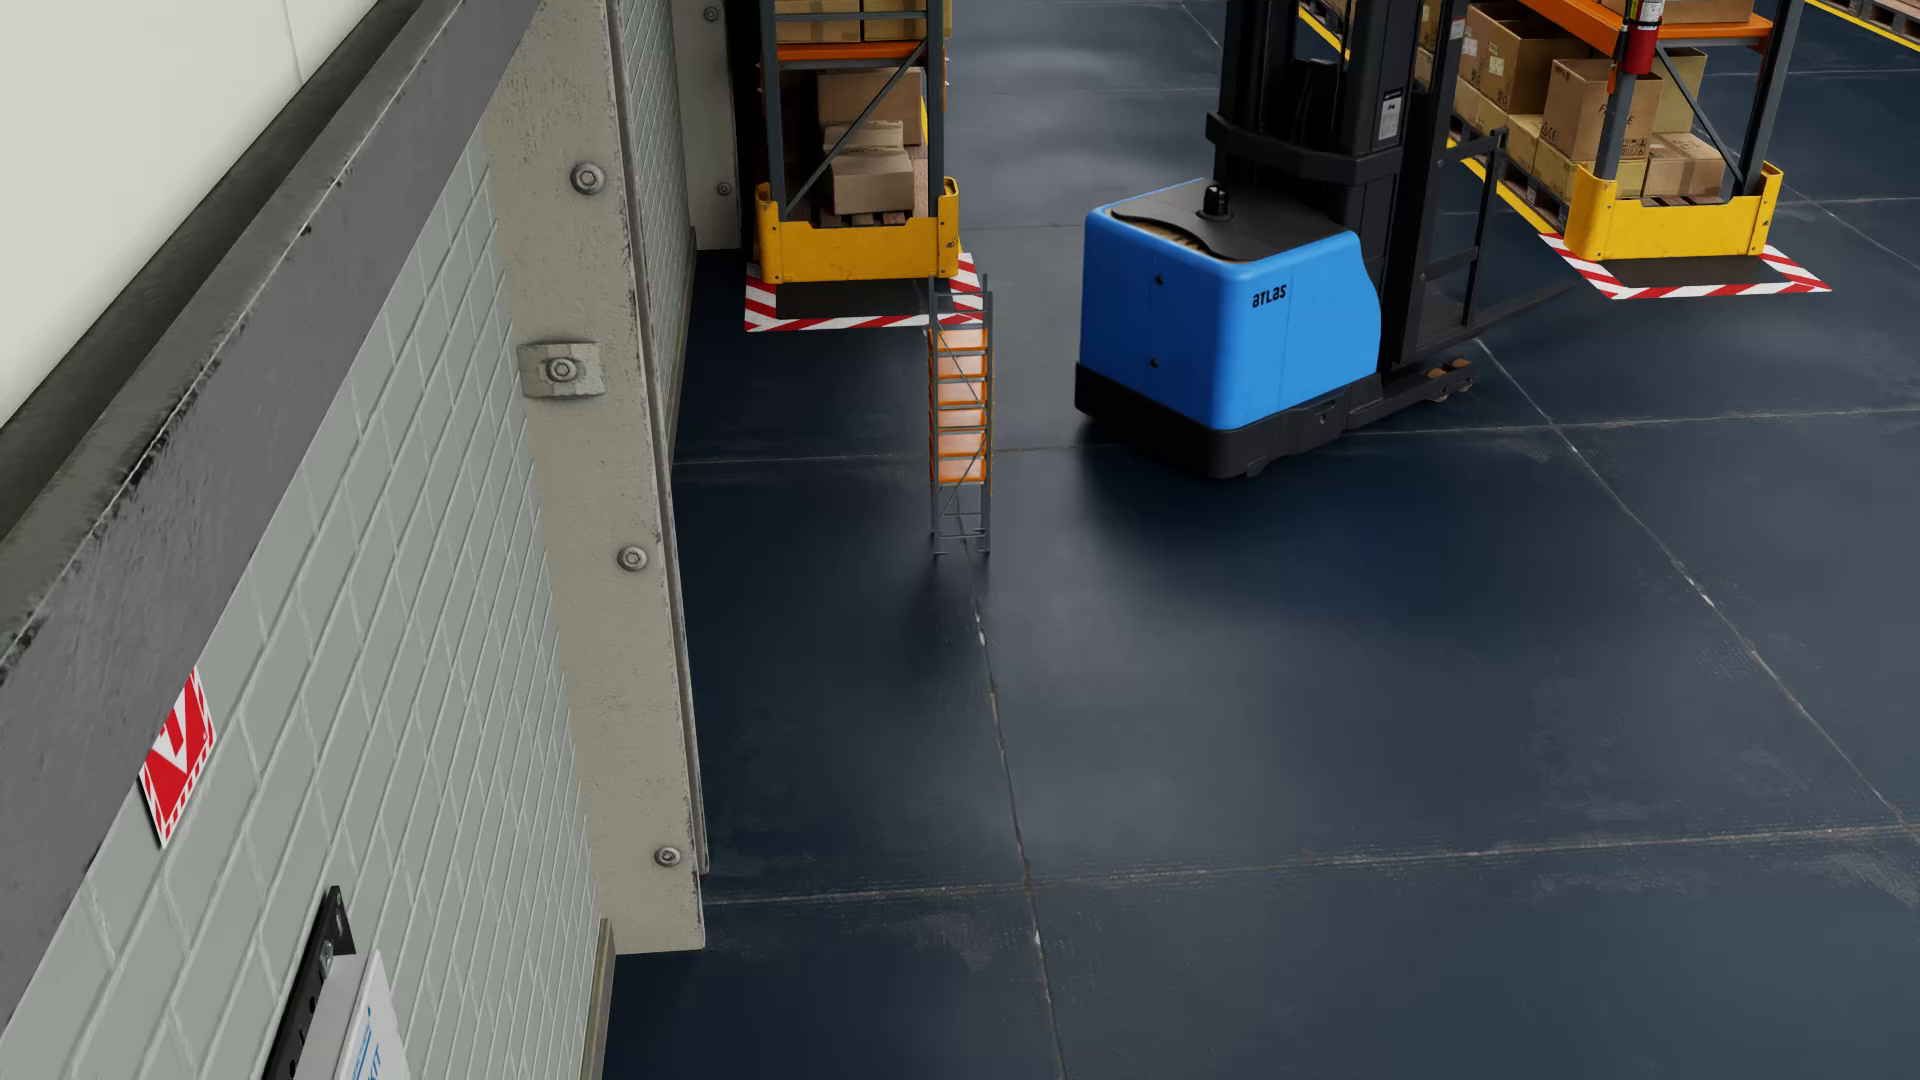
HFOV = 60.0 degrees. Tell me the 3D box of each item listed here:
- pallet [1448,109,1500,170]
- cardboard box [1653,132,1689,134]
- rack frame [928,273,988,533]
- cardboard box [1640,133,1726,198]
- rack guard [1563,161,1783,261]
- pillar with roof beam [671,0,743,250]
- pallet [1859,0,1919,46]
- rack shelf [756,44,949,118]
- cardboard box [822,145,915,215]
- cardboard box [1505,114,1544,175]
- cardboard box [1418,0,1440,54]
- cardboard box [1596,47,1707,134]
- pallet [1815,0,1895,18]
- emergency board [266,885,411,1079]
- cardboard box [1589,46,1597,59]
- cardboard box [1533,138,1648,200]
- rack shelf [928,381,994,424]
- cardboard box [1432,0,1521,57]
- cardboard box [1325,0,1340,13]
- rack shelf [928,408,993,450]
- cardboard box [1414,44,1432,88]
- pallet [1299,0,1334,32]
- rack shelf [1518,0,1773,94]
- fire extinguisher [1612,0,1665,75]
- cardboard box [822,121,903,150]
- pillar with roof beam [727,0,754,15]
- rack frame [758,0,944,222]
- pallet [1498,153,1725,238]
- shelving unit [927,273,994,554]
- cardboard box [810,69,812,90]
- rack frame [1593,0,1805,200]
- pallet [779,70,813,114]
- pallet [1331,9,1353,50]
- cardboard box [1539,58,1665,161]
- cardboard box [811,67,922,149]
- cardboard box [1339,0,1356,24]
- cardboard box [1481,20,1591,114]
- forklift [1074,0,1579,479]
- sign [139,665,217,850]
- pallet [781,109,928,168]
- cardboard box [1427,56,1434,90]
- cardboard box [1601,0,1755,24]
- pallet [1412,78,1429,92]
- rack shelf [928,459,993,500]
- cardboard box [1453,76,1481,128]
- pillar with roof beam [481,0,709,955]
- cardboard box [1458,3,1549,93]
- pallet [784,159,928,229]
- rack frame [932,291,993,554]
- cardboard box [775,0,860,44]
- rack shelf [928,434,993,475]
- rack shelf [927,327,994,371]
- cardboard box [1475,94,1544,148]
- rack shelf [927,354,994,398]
[{"bbox_3d":[4.112,-2.919,11.931,1.003,0.211,1.213,-3,31,-5],"label":"pallet"},{"bbox_3d":[4.457,-2.646,11.026,0.500,0.250,0.500,-3,31,-5],"label":"cardboard box"},{"bbox_3d":[-0.007,-0.554,7.008,0.240,1.200,0.006,-3,31,-5],"label":"rack frame"},{"bbox_3d":[4.508,-2.391,10.599,0.500,0.250,0.500,-3,31,-5],"label":"cardboard box"},{"bbox_3d":[4.338,-2.021,10.146,1.175,0.500,0.348,-3,31,-5],"label":"rack guard"},{"bbox_3d":[2.764,-5.965,8.461,9.100,9.000,0.400,-3,31,-5],"label":"pillar with roof beam"},{"bbox_3d":[8.782,-4.586,14.722,1.003,0.211,1.213,-3,31,-5],"label":"pallet"},{"bbox_3d":[-0.782,-3.579,11.019,1.077,0.370,4.000,-3,31,-5],"label":"rack shelf"},{"bbox_3d":[-0.571,-2.259,10.300,0.500,0.311,0.500,-6,31,-10],"label":"cardboard box"},{"bbox_3d":[3.933,-2.621,10.984,0.500,0.250,0.500,-3,31,-5],"label":"cardboard box"},{"bbox_3d":[3.749,-3.964,12.501,0.500,0.500,0.500,-3,31,-5],"label":"cardboard box"},{"bbox_3d":[4.459,-2.968,10.834,0.500,0.500,0.500,-3,31,-5],"label":"cardboard box"},{"bbox_3d":[8.665,-5.210,15.767,1.003,0.211,1.213,-3,31,-5],"label":"pallet"},{"bbox_3d":[-0.769,1.144,2.410,0.194,1.169,0.643,-3,31,-5],"label":"emergency board"},{"bbox_3d":[4.399,-3.223,11.261,0.500,0.500,0.500,-3,31,-5],"label":"cardboard box"},{"bbox_3d":[3.992,-2.366,10.558,0.500,0.250,0.500,-3,31,-5],"label":"cardboard box"},{"bbox_3d":[0.001,-0.573,6.891,0.258,0.103,0.180,-3,31,-5],"label":"rack shelf"},{"bbox_3d":[3.788,-3.708,12.073,0.500,0.500,0.500,-3,31,-5],"label":"cardboard box"},{"bbox_3d":[3.541,-4.866,14.743,0.500,0.250,0.500,-2,31,-3],"label":"cardboard box"},{"bbox_3d":[0.001,-0.470,6.953,0.258,0.103,0.180,-3,31,-5],"label":"rack shelf"},{"bbox_3d":[3.746,-3.642,12.694,0.500,0.250,0.500,-3,31,-5],"label":"cardboard box"},{"bbox_3d":[3.738,-4.950,15.331,1.003,0.211,1.213,-3,31,-5],"label":"pallet"},{"bbox_3d":[4.149,-3.819,11.420,1.077,0.370,4.000,-3,31,-5],"label":"rack shelf"},{"bbox_3d":[3.885,-2.991,9.407,0.296,0.674,0.183,-3,31,-5],"label":"fire extinguisher"},{"bbox_3d":[-0.624,-2.550,10.788,0.500,0.311,0.500,0,31,0],"label":"cardboard box"},{"bbox_3d":[2.203,-9.028,13.589,9.100,9.000,0.400,-3,31,-5],"label":"pillar with roof beam"},{"bbox_3d":[-0.595,-2.867,9.125,1.000,3.000,0.127,-3,31,-5],"label":"rack frame"},{"bbox_3d":[4.223,-2.298,10.891,1.003,0.211,1.213,-3,31,-5],"label":"pallet"},{"bbox_3d":[0.001,-0.508,6.930,0.258,1.200,0.189,-3,31,-5],"label":"shelving unit"},{"bbox_3d":[-0.832,-3.497,12.188,0.500,0.500,0.500,-5,31,-8],"label":"cardboard box"},{"bbox_3d":[4.336,-3.106,9.526,1.000,3.000,0.127,-3,31,-5],"label":"rack frame"},{"bbox_3d":[-0.871,-3.371,12.688,1.003,0.211,1.213,-3,31,-5],"label":"pallet"},{"bbox_3d":[3.855,-4.326,14.286,1.003,0.211,1.213,-3,31,-5],"label":"pallet"},{"bbox_3d":[3.990,-2.688,10.365,0.500,0.500,0.500,-3,31,-5],"label":"cardboard box"},{"bbox_3d":[-0.643,-3.008,11.370,0.700,0.500,0.500,-5,31,-8],"label":"cardboard box"},{"bbox_3d":[3.590,-4.605,14.306,0.500,0.250,0.500,-3,31,-5],"label":"cardboard box"},{"bbox_3d":[3.882,-3.198,11.219,0.500,0.500,0.500,-3,31,-5],"label":"cardboard box"},{"bbox_3d":[2.036,-2.146,7.985,3.031,2.935,1.130,-22,37,-32],"label":"forklift"},{"bbox_3d":[-0.867,0.157,1.801,0.001,0.298,0.199,-3,31,-5],"label":"sign"},{"bbox_3d":[-0.754,-2.747,11.643,1.003,0.211,1.213,-3,31,-5],"label":"pallet"},{"bbox_3d":[3.787,-3.386,12.266,0.500,0.250,0.500,-3,31,-5],"label":"cardboard box"},{"bbox_3d":[4.305,-3.388,9.900,0.700,0.500,0.500,-3,31,-5],"label":"cardboard box"},{"bbox_3d":[3.995,-3.544,12.977,1.003,0.211,1.213,-3,31,-5],"label":"pallet"},{"bbox_3d":[0.001,-0.264,7.076,0.258,0.103,0.180,-3,31,-5],"label":"rack shelf"},{"bbox_3d":[3.840,-3.131,11.839,0.500,0.250,0.500,-3,31,-5],"label":"cardboard box"},{"bbox_3d":[3.325,-2.902,3.332,9.100,9.000,0.400,-3,31,-5],"label":"pillar with roof beam"},{"bbox_3d":[3.836,-3.453,11.646,0.500,0.500,0.500,-3,31,-5],"label":"cardboard box"},{"bbox_3d":[-0.643,-2.125,10.602,1.003,0.211,1.213,-3,31,-5],"label":"pallet"},{"bbox_3d":[0.010,-0.461,6.852,0.240,1.200,0.006,-3,31,-5],"label":"rack frame"},{"bbox_3d":[-0.832,-3.041,9.542,0.500,0.250,0.500,-2,31,-4],"label":"cardboard box"},{"bbox_3d":[0.001,-0.367,7.014,0.258,0.103,0.180,-3,31,-5],"label":"rack shelf"},{"bbox_3d":[0.001,-0.779,6.768,0.258,0.103,0.180,-3,31,-5],"label":"rack shelf"},{"bbox_3d":[3.885,-2.876,11.411,0.500,0.250,0.500,-3,31,-5],"label":"cardboard box"},{"bbox_3d":[0.001,-0.676,6.830,0.258,0.103,0.180,-3,31,-5],"label":"rack shelf"}]
